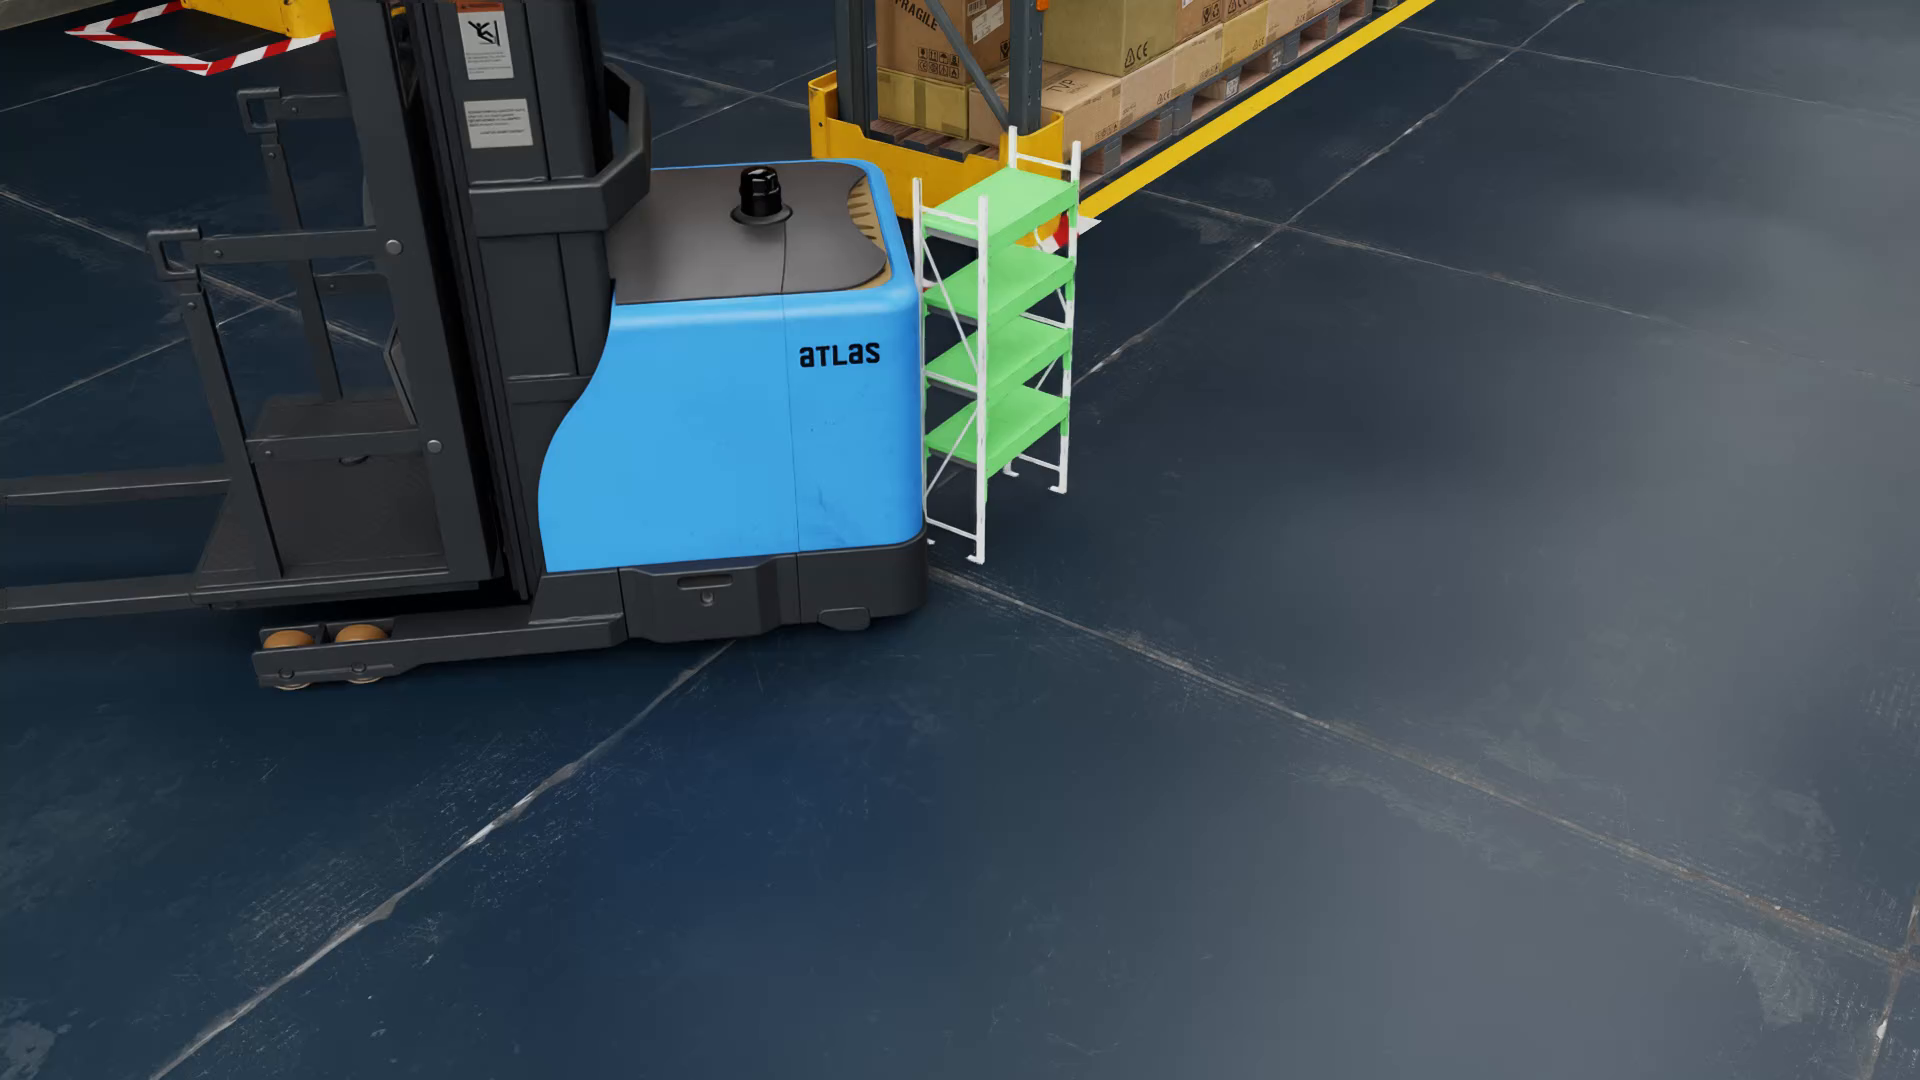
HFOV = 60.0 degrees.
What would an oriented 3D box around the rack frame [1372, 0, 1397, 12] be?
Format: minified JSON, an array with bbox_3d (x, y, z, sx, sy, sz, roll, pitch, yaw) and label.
[{"bbox_3d":[2.177,-4.576,9.339,1.000,3.000,0.127,21,39,28],"label":"rack frame"}]

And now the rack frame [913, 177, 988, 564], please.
[{"bbox_3d":[-0.027,-0.463,4.863,0.240,1.200,0.015,21,39,28],"label":"rack frame"}]

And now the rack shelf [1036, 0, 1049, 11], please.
[{"bbox_3d":[1.037,-3.358,8.180,1.077,0.370,4.000,21,39,28],"label":"rack shelf"}]

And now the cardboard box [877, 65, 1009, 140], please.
[{"bbox_3d":[-0.041,-2.112,7.775,0.500,0.250,0.500,21,39,28],"label":"cardboard box"}]

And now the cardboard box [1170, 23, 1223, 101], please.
[{"bbox_3d":[0.952,-2.407,8.212,0.500,0.250,0.500,21,39,28],"label":"cardboard box"}]

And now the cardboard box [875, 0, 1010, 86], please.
[{"bbox_3d":[-0.042,-2.423,7.565,0.500,0.500,0.500,21,39,28],"label":"cardboard box"}]

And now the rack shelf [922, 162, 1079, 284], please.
[{"bbox_3d":[0.110,-0.921,4.797,0.258,0.148,0.480,21,39,28],"label":"rack shelf"}]

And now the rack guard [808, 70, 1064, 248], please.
[{"bbox_3d":[-0.117,-1.689,7.301,1.175,0.500,0.348,21,39,28],"label":"rack guard"}]

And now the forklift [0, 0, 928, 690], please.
[{"bbox_3d":[-1.655,-1.114,4.280,3.031,2.935,1.130,-5,34,-7],"label":"forklift"}]

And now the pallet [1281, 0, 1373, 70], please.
[{"bbox_3d":[1.689,-3.069,9.599,1.003,0.211,1.213,21,39,28],"label":"pallet"}]

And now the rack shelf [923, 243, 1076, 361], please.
[{"bbox_3d":[0.110,-0.722,4.932,0.258,0.148,0.480,21,39,28],"label":"rack shelf"}]

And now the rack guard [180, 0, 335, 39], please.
[{"bbox_3d":[-4.132,-3.316,9.707,1.175,0.500,0.348,21,39,28],"label":"rack guard"}]

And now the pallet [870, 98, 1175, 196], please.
[{"bbox_3d":[0.298,-1.946,7.939,1.003,0.211,1.213,21,39,28],"label":"pallet"}]

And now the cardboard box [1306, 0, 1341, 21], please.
[{"bbox_3d":[1.799,-3.101,9.238,0.500,0.250,0.500,21,39,28],"label":"cardboard box"}]

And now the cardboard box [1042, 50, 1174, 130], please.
[{"bbox_3d":[0.667,-2.177,7.872,0.500,0.250,0.500,21,39,28],"label":"cardboard box"}]

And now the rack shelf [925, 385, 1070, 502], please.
[{"bbox_3d":[0.110,-0.324,5.201,0.258,0.148,0.480,21,39,28],"label":"rack shelf"}]

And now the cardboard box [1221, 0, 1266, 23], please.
[{"bbox_3d":[1.242,-2.946,8.339,0.500,0.500,0.500,21,39,28],"label":"cardboard box"}]

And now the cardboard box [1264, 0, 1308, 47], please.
[{"bbox_3d":[1.526,-2.866,8.890,0.500,0.250,0.500,21,39,28],"label":"cardboard box"}]

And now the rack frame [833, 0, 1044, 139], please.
[{"bbox_3d":[-0.104,-2.735,6.617,1.000,3.000,0.127,21,39,28],"label":"rack frame"}]

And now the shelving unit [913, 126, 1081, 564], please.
[{"bbox_3d":[0.110,-0.576,5.030,0.258,1.200,0.503,21,39,28],"label":"shelving unit"}]

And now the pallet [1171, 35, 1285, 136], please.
[{"bbox_3d":[0.994,-2.505,8.765,1.003,0.211,1.213,21,39,28],"label":"pallet"}]

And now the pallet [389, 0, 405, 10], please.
[{"bbox_3d":[-3.640,-3.558,10.324,1.003,0.211,1.213,21,39,28],"label":"pallet"}]

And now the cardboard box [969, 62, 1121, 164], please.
[{"bbox_3d":[0.385,-1.946,7.530,0.500,0.250,0.500,21,39,28],"label":"cardboard box"}]

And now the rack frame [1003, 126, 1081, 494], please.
[{"bbox_3d":[0.247,-0.689,5.198,0.240,1.200,0.015,21,39,28],"label":"rack frame"}]

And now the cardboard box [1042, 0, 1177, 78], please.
[{"bbox_3d":[0.668,-2.488,7.661,0.500,0.500,0.500,21,39,28],"label":"cardboard box"}]

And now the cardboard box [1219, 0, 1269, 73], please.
[{"bbox_3d":[1.242,-2.636,8.550,0.500,0.250,0.500,21,39,28],"label":"cardboard box"}]

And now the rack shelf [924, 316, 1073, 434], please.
[{"bbox_3d":[0.110,-0.523,5.066,0.258,0.148,0.480,21,39,28],"label":"rack shelf"}]

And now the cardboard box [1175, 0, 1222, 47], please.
[{"bbox_3d":[0.943,-2.722,8.007,0.500,0.500,0.500,21,39,28],"label":"cardboard box"}]
